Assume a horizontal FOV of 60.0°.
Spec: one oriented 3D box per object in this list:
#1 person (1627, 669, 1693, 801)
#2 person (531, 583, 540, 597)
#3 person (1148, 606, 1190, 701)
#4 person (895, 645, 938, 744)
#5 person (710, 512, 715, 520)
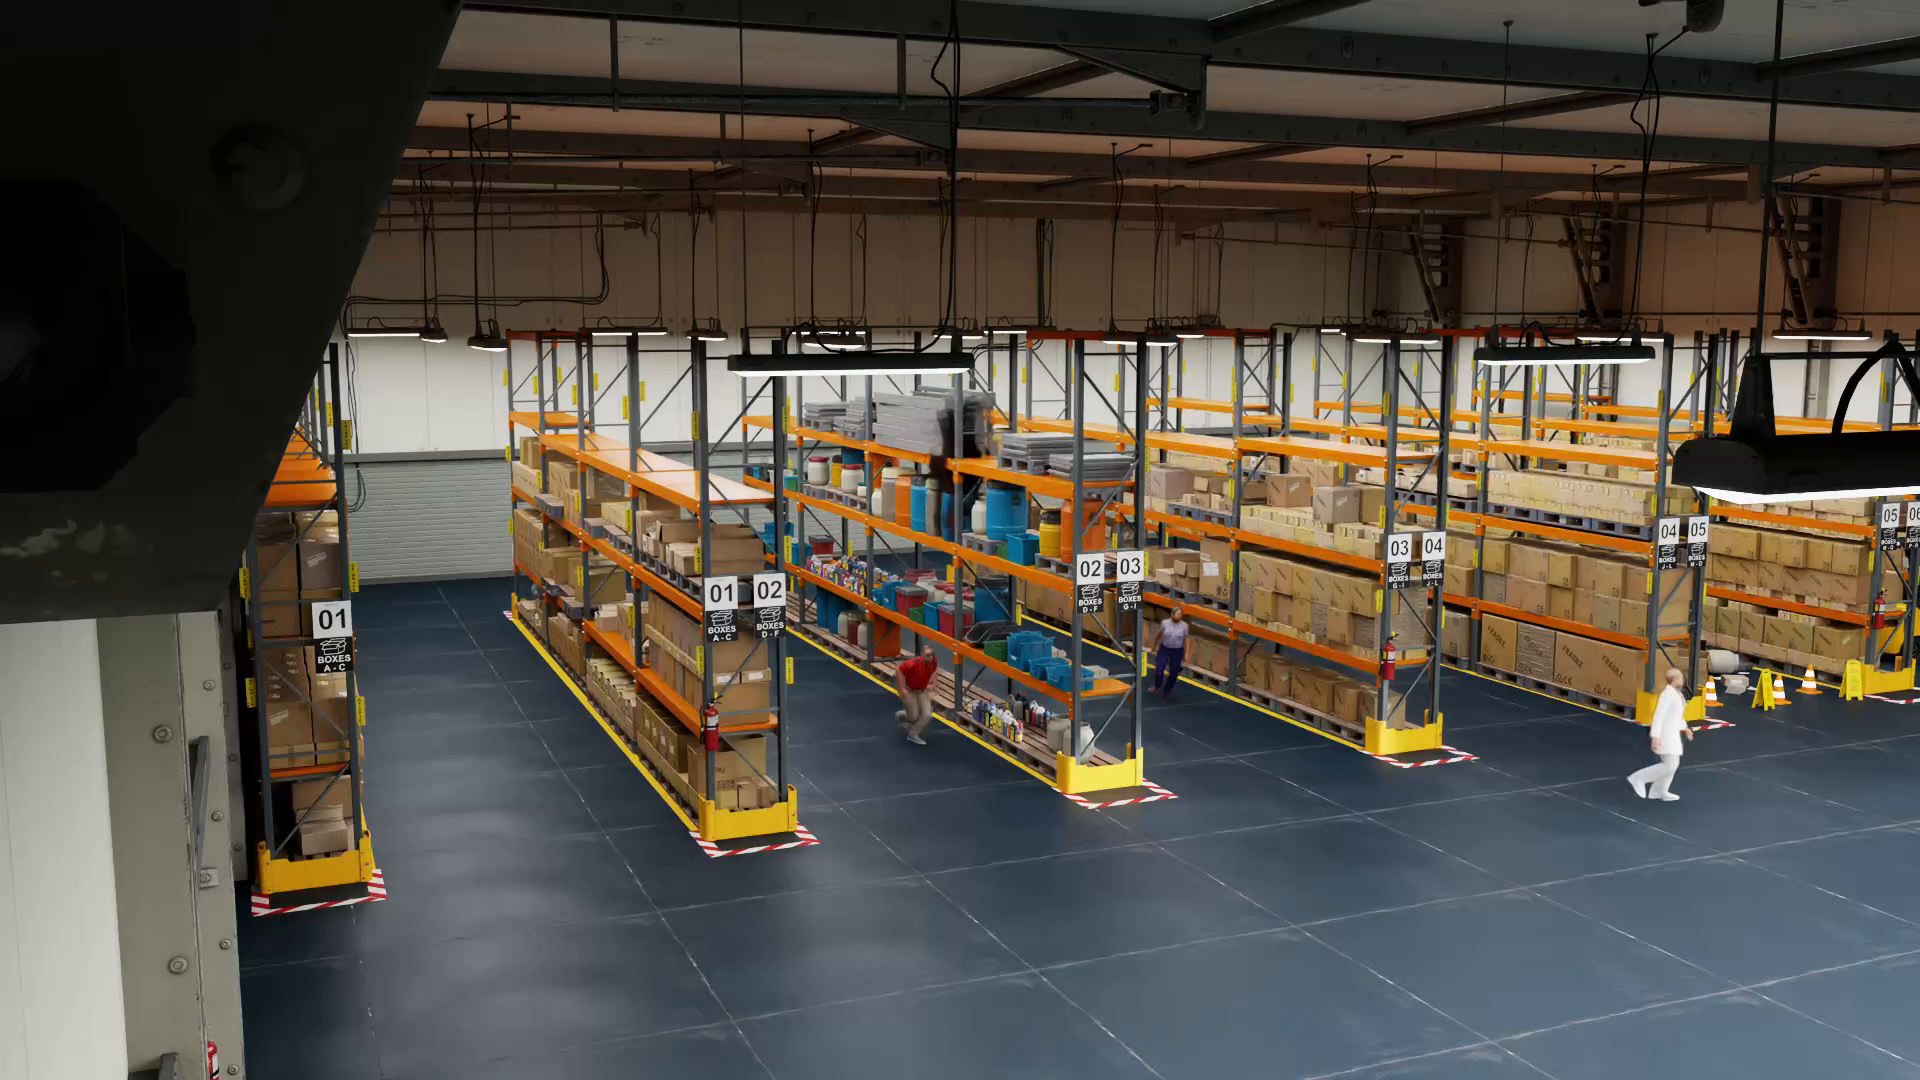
[{"bbox_3d":[9.125,2.530,21.639,0.725,1.746,0.741,4,9,28],"label":"person"},{"bbox_3d":[-9.032,0.620,36.389,0.774,1.572,0.547,2,8,17],"label":"person"},{"bbox_3d":[3.432,1.845,27.299,0.664,1.605,0.540,0,8,2],"label":"person"},{"bbox_3d":[-0.690,2.257,24.544,0.679,1.536,0.935,-5,9,-33],"label":"person"},{"bbox_3d":[-5.917,0.200,39.003,0.822,1.722,0.561,-1,8,-6],"label":"person"}]
